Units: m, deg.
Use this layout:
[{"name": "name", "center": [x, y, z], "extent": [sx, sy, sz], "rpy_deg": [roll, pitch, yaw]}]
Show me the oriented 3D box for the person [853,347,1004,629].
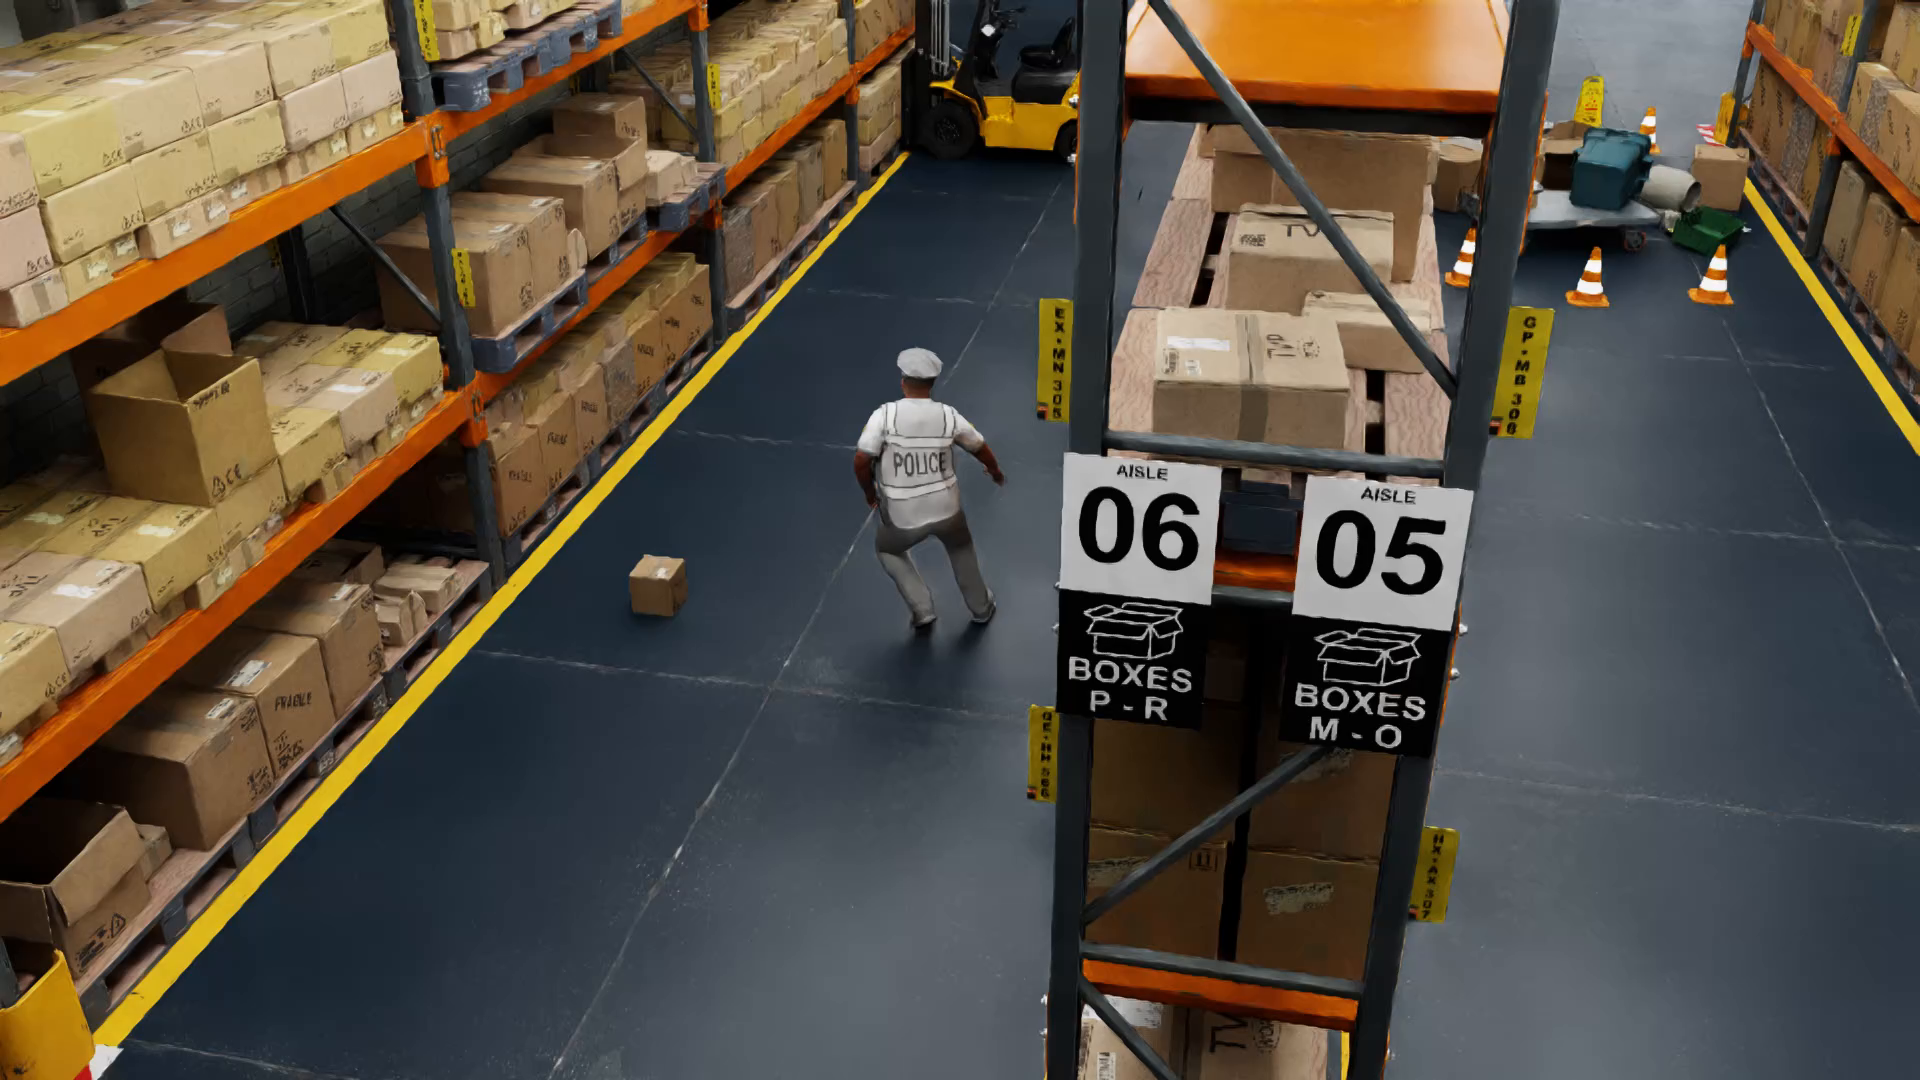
[{"name": "person", "center": [-0.142, -0.218, 9.155], "extent": [0.934, 1.717, 0.524], "rpy_deg": [-10, 30, -18]}]
